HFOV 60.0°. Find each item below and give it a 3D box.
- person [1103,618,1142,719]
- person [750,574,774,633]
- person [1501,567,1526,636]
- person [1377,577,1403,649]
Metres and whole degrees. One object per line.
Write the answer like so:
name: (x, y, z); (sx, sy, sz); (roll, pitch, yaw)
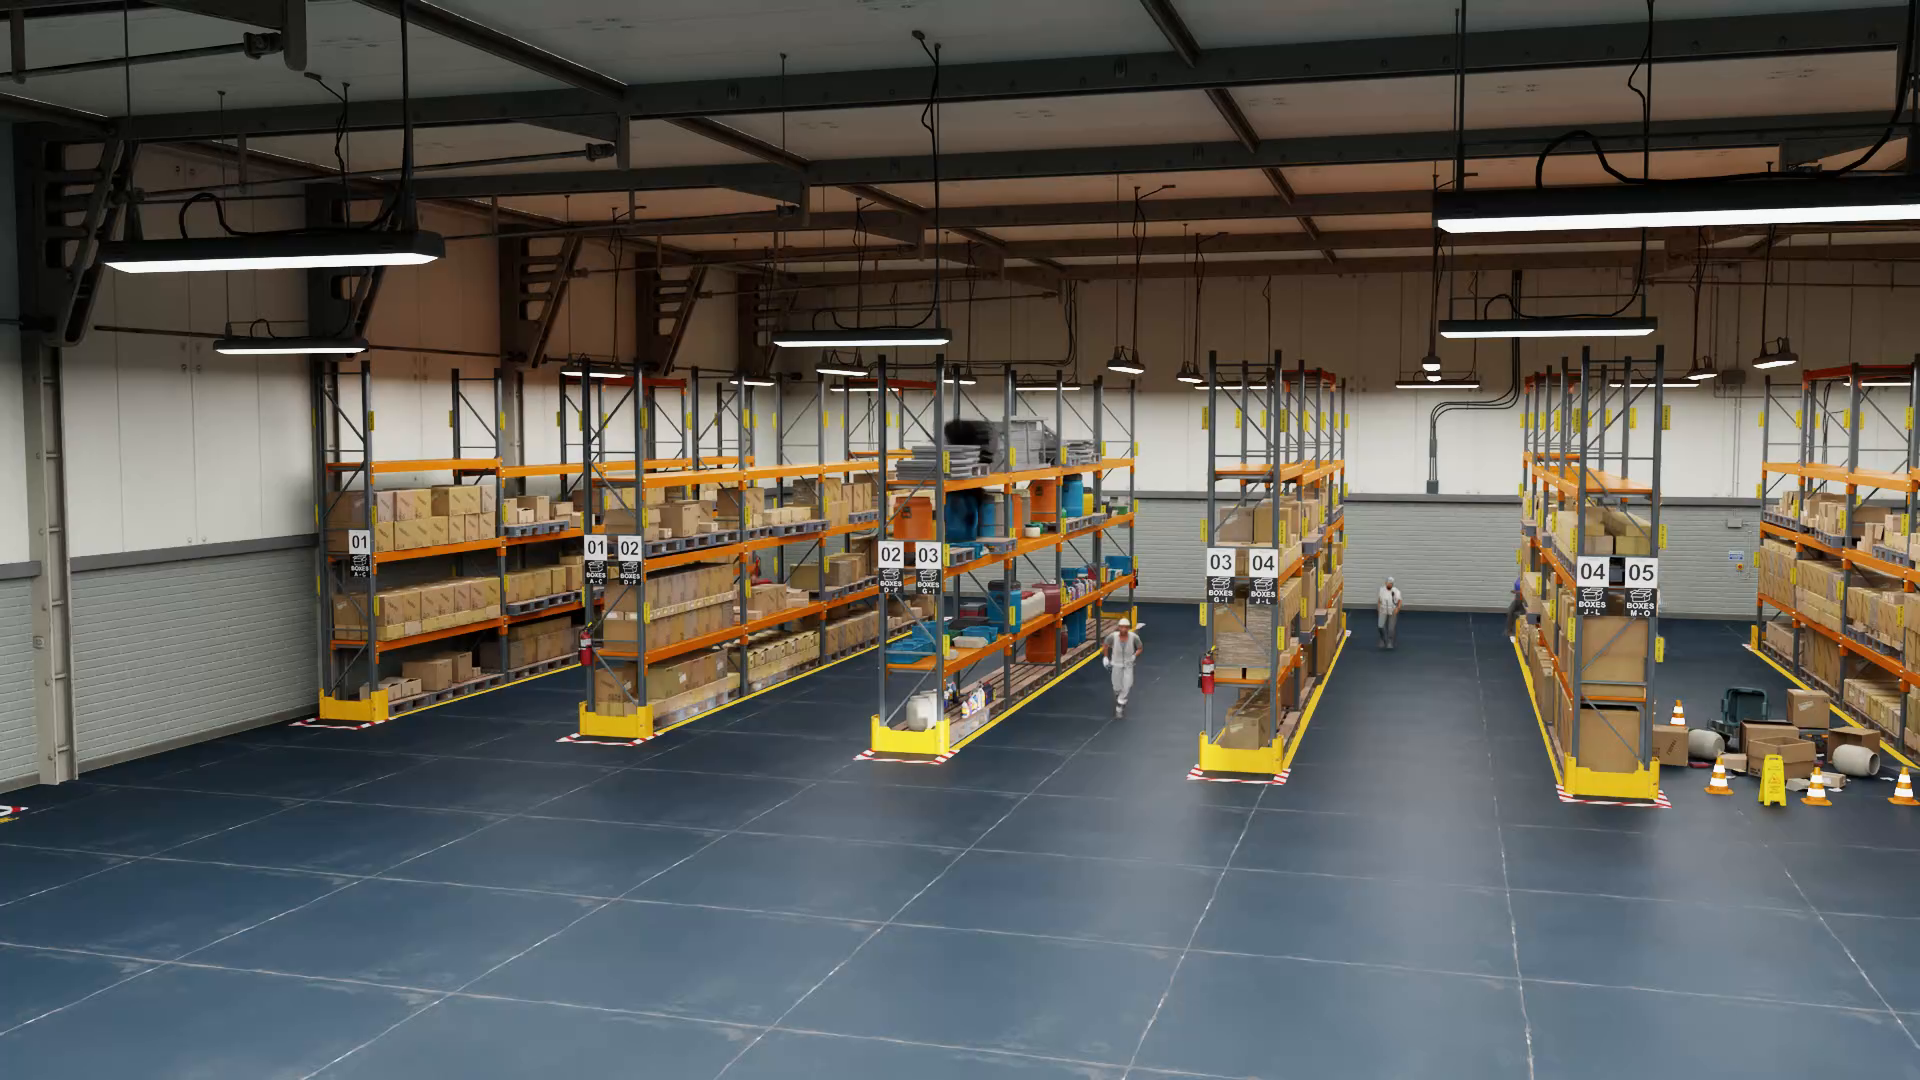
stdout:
person: (2.750, 2.157, 28.110); (0.646, 1.715, 0.701); (0, 4, -4)
person: (-4.691, 1.501, 38.926); (0.684, 1.454, 1.018); (0, 4, 0)
person: (13.094, 1.440, 38.662); (0.827, 1.684, 0.589); (-1, 4, -11)
person: (9.365, 1.595, 36.304); (0.570, 1.610, 0.786); (2, 4, 21)
